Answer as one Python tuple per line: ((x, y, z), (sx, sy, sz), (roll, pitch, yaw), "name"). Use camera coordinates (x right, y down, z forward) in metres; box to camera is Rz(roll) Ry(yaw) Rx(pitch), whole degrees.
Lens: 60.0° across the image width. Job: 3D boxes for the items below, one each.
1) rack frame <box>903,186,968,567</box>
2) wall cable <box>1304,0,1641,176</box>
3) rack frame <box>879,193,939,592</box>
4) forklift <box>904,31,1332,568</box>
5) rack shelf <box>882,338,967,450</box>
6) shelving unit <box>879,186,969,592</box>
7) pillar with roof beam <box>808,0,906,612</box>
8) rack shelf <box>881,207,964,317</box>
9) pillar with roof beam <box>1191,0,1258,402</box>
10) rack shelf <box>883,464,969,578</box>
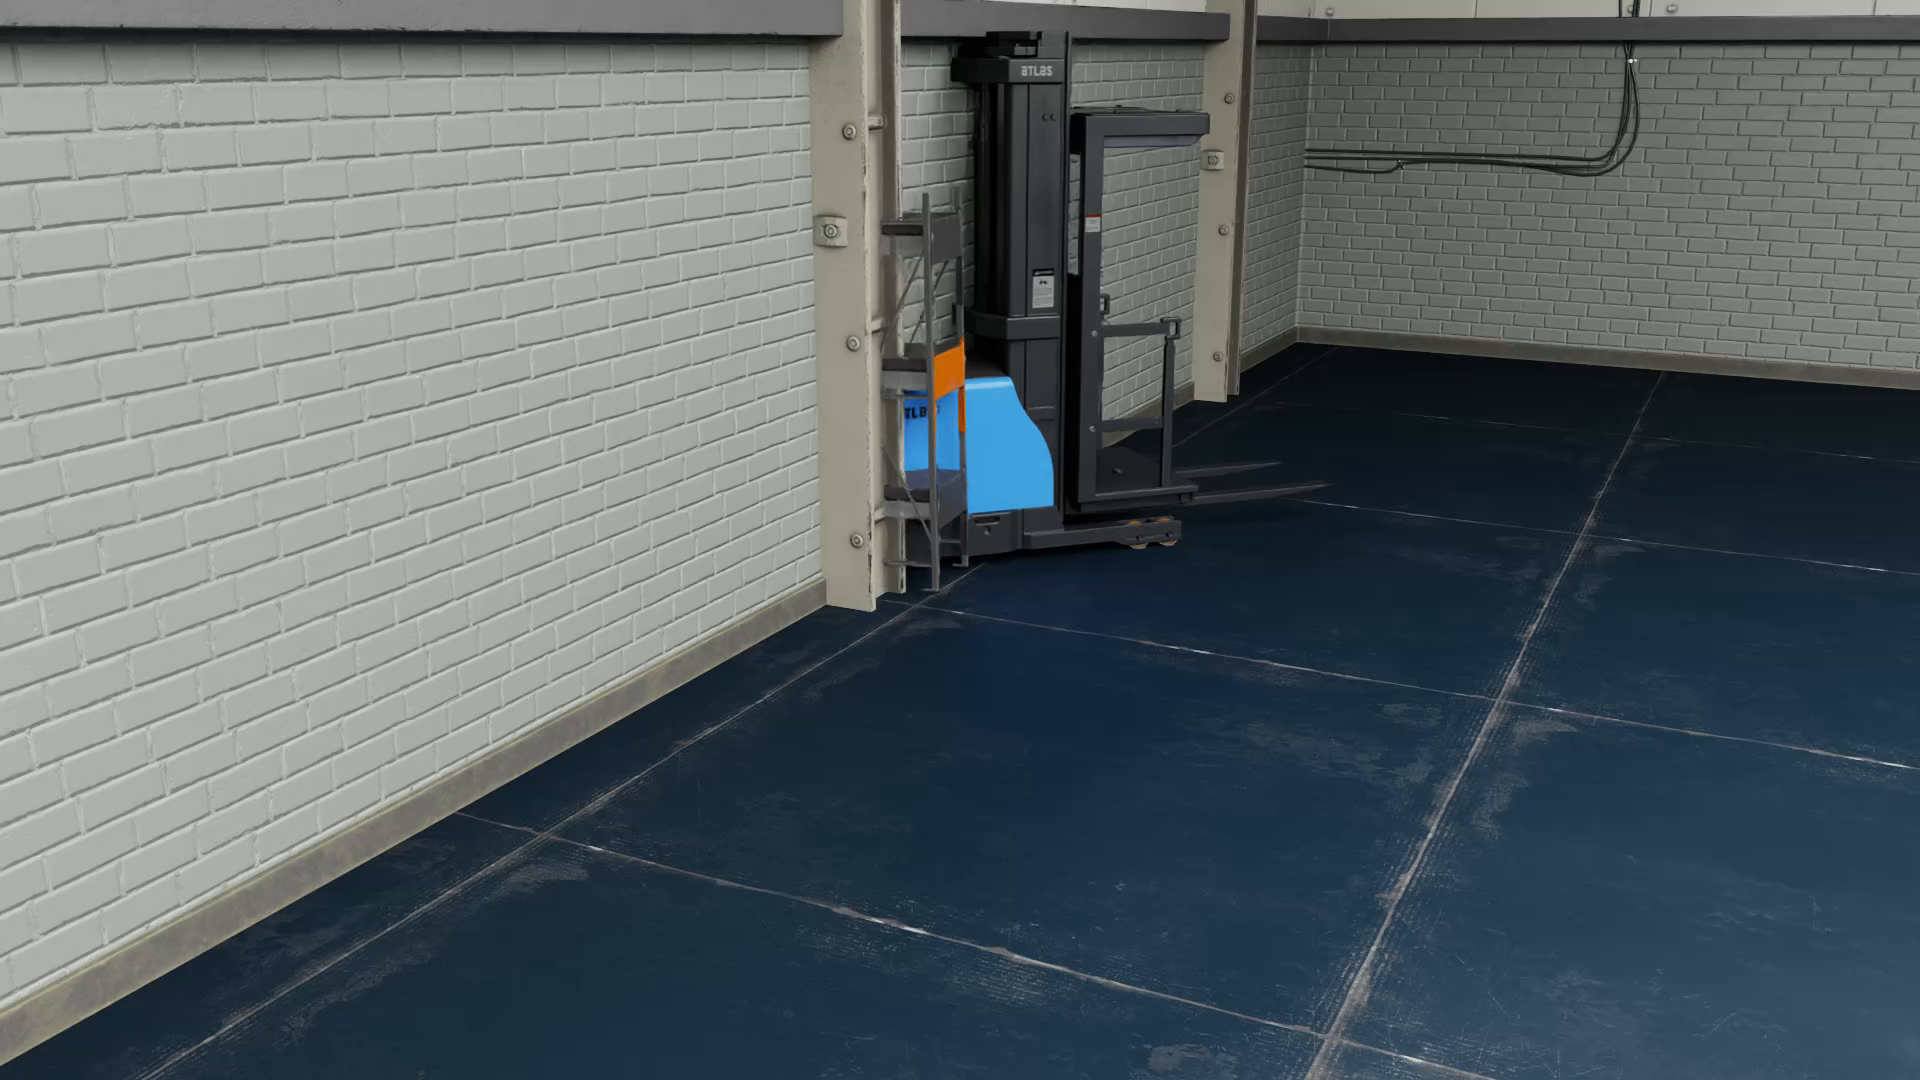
((-0.166, -0.874, 9.149), (0.400, 2.100, 0.015), (4, 16, 19), "rack frame")
((4.663, -4.627, 15.253), (3.097, 2.526, 0.112), (8, 18, 25), "wall cable")
((-0.325, -0.747, 8.705), (0.400, 2.100, 0.015), (4, 16, 19), "rack frame")
((0.795, -1.485, 9.877), (3.031, 2.935, 1.130), (-6, 17, -19), "forklift")
((-0.245, -0.798, 8.931), (0.431, 0.518, 0.480), (4, 16, 19), "rack shelf")
((-0.245, -0.811, 8.927), (0.431, 2.100, 0.503), (4, 16, 19), "shelving unit")
((3.334, -3.458, 5.861), (9.100, 9.000, 0.400), (8, 18, 25), "pillar with roof beam")
((-0.259, -1.472, 8.743), (0.431, 0.518, 0.480), (4, 16, 19), "rack shelf")
((6.015, -4.986, 11.007), (9.100, 9.000, 0.400), (8, 18, 25), "pillar with roof beam")
((-0.231, -0.123, 9.119), (0.431, 0.518, 0.480), (4, 16, 19), "rack shelf")
